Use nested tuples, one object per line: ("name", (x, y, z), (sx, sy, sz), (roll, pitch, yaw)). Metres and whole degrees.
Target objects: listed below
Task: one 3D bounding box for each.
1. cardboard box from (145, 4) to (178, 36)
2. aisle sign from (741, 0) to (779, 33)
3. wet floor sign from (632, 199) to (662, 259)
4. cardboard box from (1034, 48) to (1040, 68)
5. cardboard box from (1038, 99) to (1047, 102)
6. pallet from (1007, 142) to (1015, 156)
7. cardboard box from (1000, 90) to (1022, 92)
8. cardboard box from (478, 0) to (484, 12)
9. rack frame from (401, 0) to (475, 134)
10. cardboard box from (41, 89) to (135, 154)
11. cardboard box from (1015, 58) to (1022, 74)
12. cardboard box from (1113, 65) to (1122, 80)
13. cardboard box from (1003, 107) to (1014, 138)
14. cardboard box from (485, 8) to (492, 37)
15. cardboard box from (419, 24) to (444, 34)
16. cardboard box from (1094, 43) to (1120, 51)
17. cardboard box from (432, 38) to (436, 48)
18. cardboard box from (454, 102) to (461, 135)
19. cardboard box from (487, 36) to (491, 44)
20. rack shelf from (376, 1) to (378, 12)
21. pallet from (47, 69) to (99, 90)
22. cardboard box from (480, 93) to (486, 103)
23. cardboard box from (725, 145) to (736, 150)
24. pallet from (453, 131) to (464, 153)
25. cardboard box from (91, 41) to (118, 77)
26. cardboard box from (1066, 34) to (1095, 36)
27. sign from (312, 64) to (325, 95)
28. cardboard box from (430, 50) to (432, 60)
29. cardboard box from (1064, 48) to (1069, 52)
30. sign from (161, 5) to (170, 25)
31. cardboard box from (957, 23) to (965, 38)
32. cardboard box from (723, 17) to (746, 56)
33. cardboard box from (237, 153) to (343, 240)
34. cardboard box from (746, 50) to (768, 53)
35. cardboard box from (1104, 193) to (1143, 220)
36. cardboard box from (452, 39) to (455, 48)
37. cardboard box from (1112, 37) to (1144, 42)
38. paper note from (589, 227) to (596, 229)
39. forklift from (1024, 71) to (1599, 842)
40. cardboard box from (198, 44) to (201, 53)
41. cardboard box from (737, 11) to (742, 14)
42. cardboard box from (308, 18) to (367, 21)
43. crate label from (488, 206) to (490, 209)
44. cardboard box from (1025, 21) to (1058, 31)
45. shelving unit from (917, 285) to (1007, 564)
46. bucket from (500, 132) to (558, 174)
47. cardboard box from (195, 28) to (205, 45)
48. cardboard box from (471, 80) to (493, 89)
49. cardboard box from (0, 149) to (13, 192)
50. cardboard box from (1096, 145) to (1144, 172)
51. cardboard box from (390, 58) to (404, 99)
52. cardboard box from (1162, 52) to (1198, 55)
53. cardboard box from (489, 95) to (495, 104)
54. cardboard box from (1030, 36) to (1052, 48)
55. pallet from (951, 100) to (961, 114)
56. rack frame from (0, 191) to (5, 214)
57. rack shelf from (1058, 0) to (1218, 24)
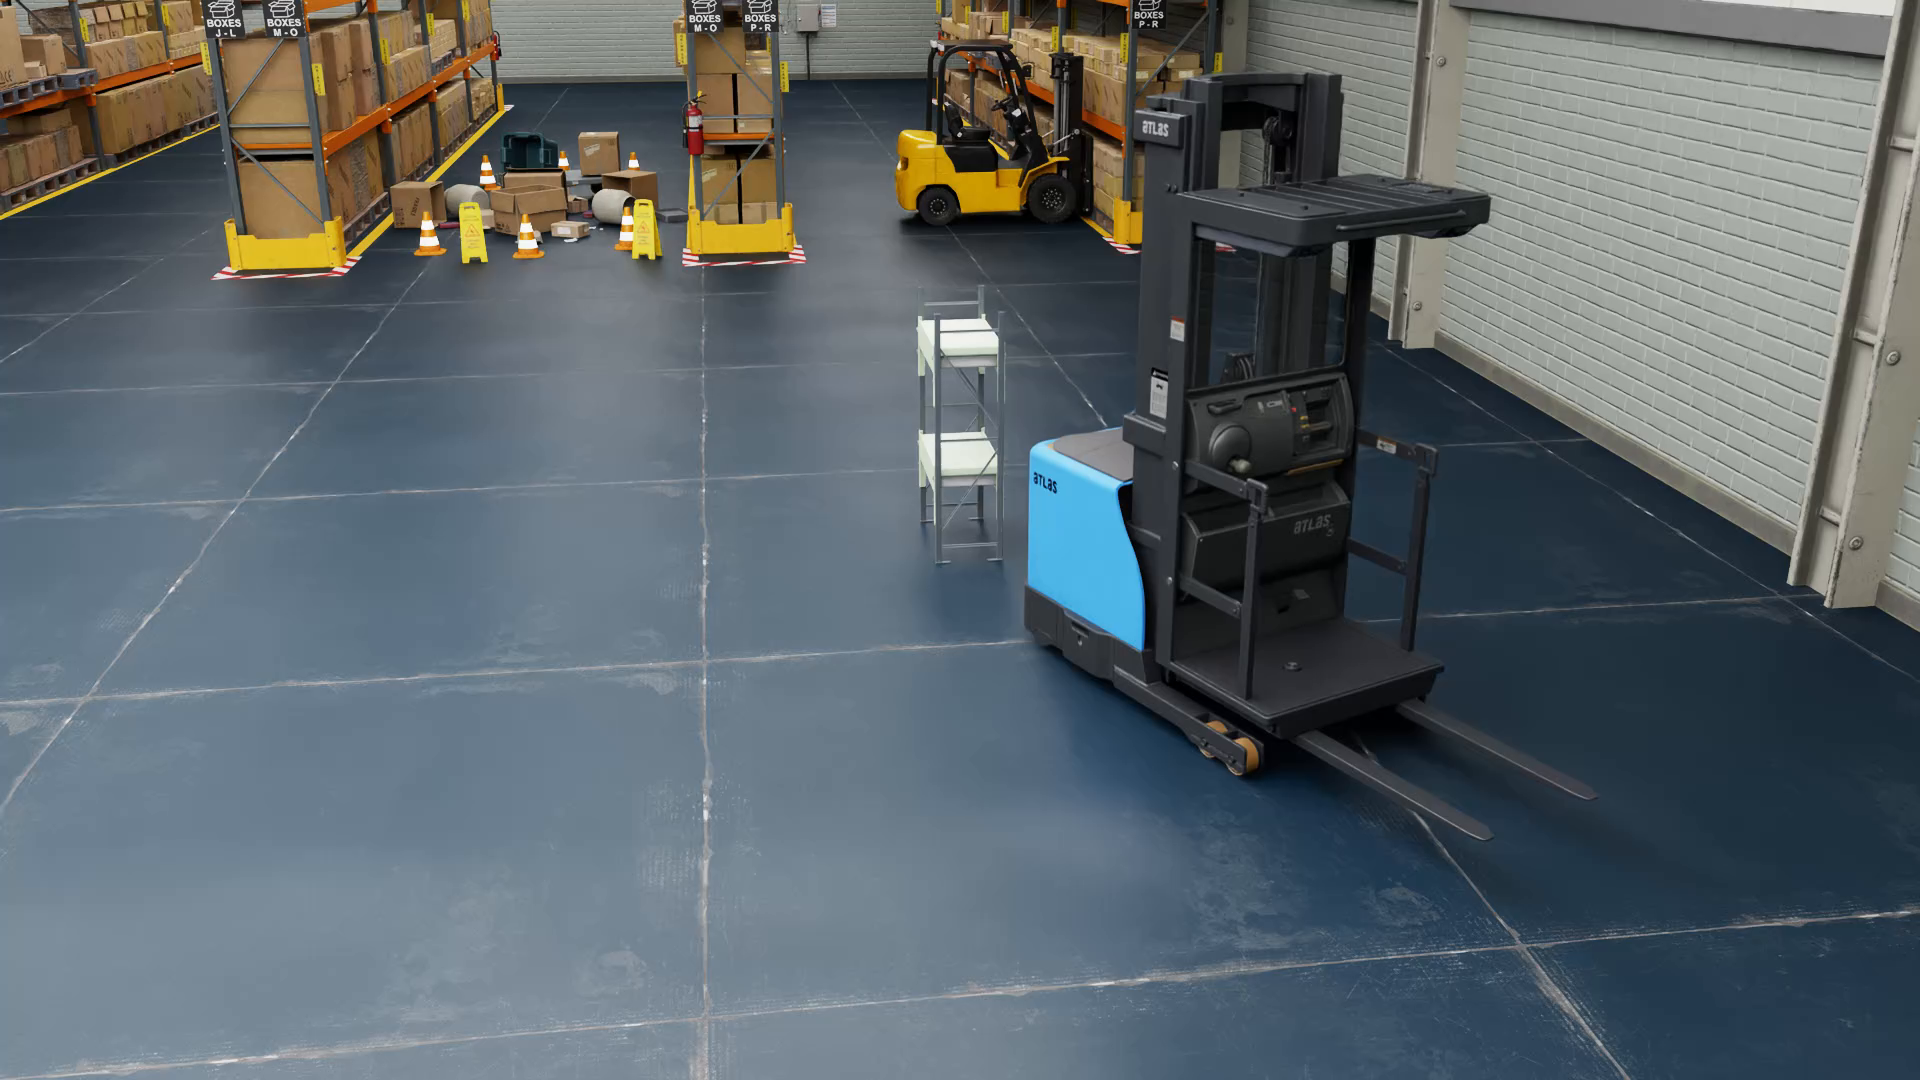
("cardboard box", (-13.850, -8.973, 28.672), (0.500, 0.500, 0.500), (-3, 21, -8))
("aisle sign", (-2.182, -5.931, 18.094), (0.394, 0.787, 0.004), (-3, 21, -8))
("wet floor sign", (-3.529, -3.497, 18.656), (0.267, 0.644, 0.232), (4, 21, 11))
("cardboard box", (1.364, -7.032, 24.257), (0.500, 0.250, 0.500), (-3, 21, -7))
("cardboard box", (1.494, -7.267, 27.431), (0.380, 0.149, 0.250), (-2, 21, -5))
("pallet", (1.340, -6.148, 26.374), (1.003, 0.211, 1.213), (-3, 21, -8))
("cardboard box", (0.881, -7.509, 28.078), (0.380, 0.149, 0.250), (-2, 21, -6))
("cardboard box", (-9.219, -10.128, 31.049), (0.500, 0.500, 0.500), (-2, 21, -5))
("rack frame", (-9.111, -8.590, 28.927), (1.000, 3.000, 0.127), (-3, 21, -8))
("cardboard box", (-13.536, -6.431, 25.583), (1.225, 0.875, 0.875), (-4, 21, -10))
("cardboard box", (1.150, -7.330, 25.770), (0.500, 0.250, 0.500), (-3, 21, -9))
("cardboard box", (2.020, -5.515, 19.624), (0.380, 0.149, 0.250), (-3, 21, -7))
("cardboard box", (0.987, -6.902, 27.381), (0.500, 0.500, 0.500), (-2, 21, -6))
("cardboard box", (-9.369, -10.018, 32.183), (0.500, 0.500, 0.500), (-2, 21, -7))
("cardboard box", (-8.673, -8.367, 27.239), (0.380, 0.149, 0.250), (-4, 21, -10))
("cardboard box", (1.907, -6.193, 21.016), (0.380, 0.149, 0.250), (-3, 21, -8))
("cardboard box", (-8.525, -7.874, 26.344), (0.380, 0.149, 0.250), (-3, 21, -8))
("cardboard box", (-8.612, -7.016, 27.687), (0.500, 0.500, 0.500), (-3, 21, -9))
("cardboard box", (-9.361, -9.758, 32.415), (0.380, 0.149, 0.250), (-3, 21, -8))
("rack shelf", (-8.246, -7.580, 22.966), (1.077, 0.370, 4.000), (-3, 21, -8))
("pallet", (-13.249, -6.658, 24.030), (1.213, 0.211, 1.003), (-3, 21, -8))
("cardboard box", (-9.080, -8.265, 31.106), (0.380, 0.149, 0.250), (-3, 21, -7))
("cardboard box", (-3.016, -4.599, 20.501), (0.500, 0.500, 0.500), (-3, 21, -9))
("pallet", (-8.819, -6.590, 27.560), (1.003, 0.211, 1.213), (-3, 21, -8))
("cardboard box", (-13.335, -7.397, 25.590), (0.500, 0.500, 0.500), (-3, 21, -9))
("cardboard box", (1.816, -7.553, 25.083), (0.380, 0.149, 0.250), (-3, 21, -9))
("sign", (-6.831, -4.903, 17.707), (0.100, 0.325, 0.005), (-3, 21, -8))
("cardboard box", (-8.438, -7.542, 25.880), (0.380, 0.149, 0.250), (-2, 21, -5))
("cardboard box", (1.623, -6.583, 22.485), (0.380, 0.149, 0.250), (-3, 21, -9))
("sign", (-13.499, -8.910, 28.244), (0.100, 0.325, 0.005), (-3, 21, -8))
("cardboard box", (0.223, -9.705, 31.703), (0.500, 0.250, 0.500), (-3, 21, -8))
("cardboard box", (-2.963, -6.067, 20.175), (0.700, 0.500, 0.500), (-3, 21, -8))
("cardboard box", (-7.545, -3.868, 18.721), (0.875, 0.875, 0.875), (-3, 21, -7))
("cardboard box", (-2.764, -6.149, 21.825), (0.500, 0.500, 0.500), (-3, 21, -9))
("cardboard box", (2.033, -4.026, 20.039), (0.500, 0.250, 0.500), (-3, 21, -7))
("cardboard box", (-8.820, -8.451, 28.315), (0.380, 0.149, 0.250), (-3, 21, -7))
("cardboard box", (2.229, -6.571, 22.027), (0.380, 0.149, 0.250), (-3, 21, -8))
("paper note", (-4.578, -3.852, 20.501), (0.148, 0.019, 0.142), (4, 21, 11))
("forklift", (1.535, -0.510, 7.392), (1.130, 2.935, 3.031), (-12, 24, -29))
("cardboard box", (-13.974, -8.915, 30.159), (0.380, 0.149, 0.250), (-4, 21, -9))
("cardboard box", (-3.136, -7.624, 24.246), (0.380, 0.149, 0.250), (-4, 21, -10))
("cardboard box", (-7.939, -6.266, 20.949), (0.875, 0.550, 0.550), (-3, 21, -8))
("crate label", (-6.276, -4.328, 21.608), (0.250, 0.136, 0.298), (17, 27, 39))
("cardboard box", (1.341, -8.171, 27.062), (0.500, 0.500, 0.500), (-2, 21, -5))
("shelving unit", (0.001, -0.700, 9.948), (0.431, 1.500, 0.755), (-3, 21, -8))
("bucket", (-5.657, -5.067, 22.003), (0.726, 0.611, 0.620), (4, 11, 11))
("cardboard box", (-14.053, -9.142, 30.195), (0.500, 0.250, 0.500), (-3, 21, -8))
("cardboard box", (-9.218, -8.771, 32.036), (0.380, 0.149, 0.250), (-3, 21, -9))
("cardboard box", (-12.948, -4.853, 21.867), (0.700, 0.500, 0.500), (-5, 21, -12))
("cardboard box", (1.959, -4.668, 20.329), (0.500, 0.250, 0.500), (-3, 21, -7))
("cardboard box", (-7.841, -6.237, 22.485), (0.500, 0.500, 0.500), (-3, 21, -7))
("cardboard box", (2.600, -5.683, 19.651), (0.380, 0.149, 0.250), (-2, 21, -6))
("cardboard box", (-9.268, -8.580, 32.376), (0.380, 0.149, 0.250), (-2, 21, -6))
("cardboard box", (1.240, -7.343, 24.518), (0.380, 0.149, 0.250), (-3, 21, -9))
("pallet", (0.407, -8.481, 32.621), (1.003, 0.211, 1.213), (-3, 21, -8))
("rack frame", (-12.881, -5.604, 20.935), (1.000, 3.000, 0.127), (-3, 21, -8))
("rack shelf", (2.125, -6.732, 20.694), (1.077, 0.370, 4.000), (-3, 21, -8))
